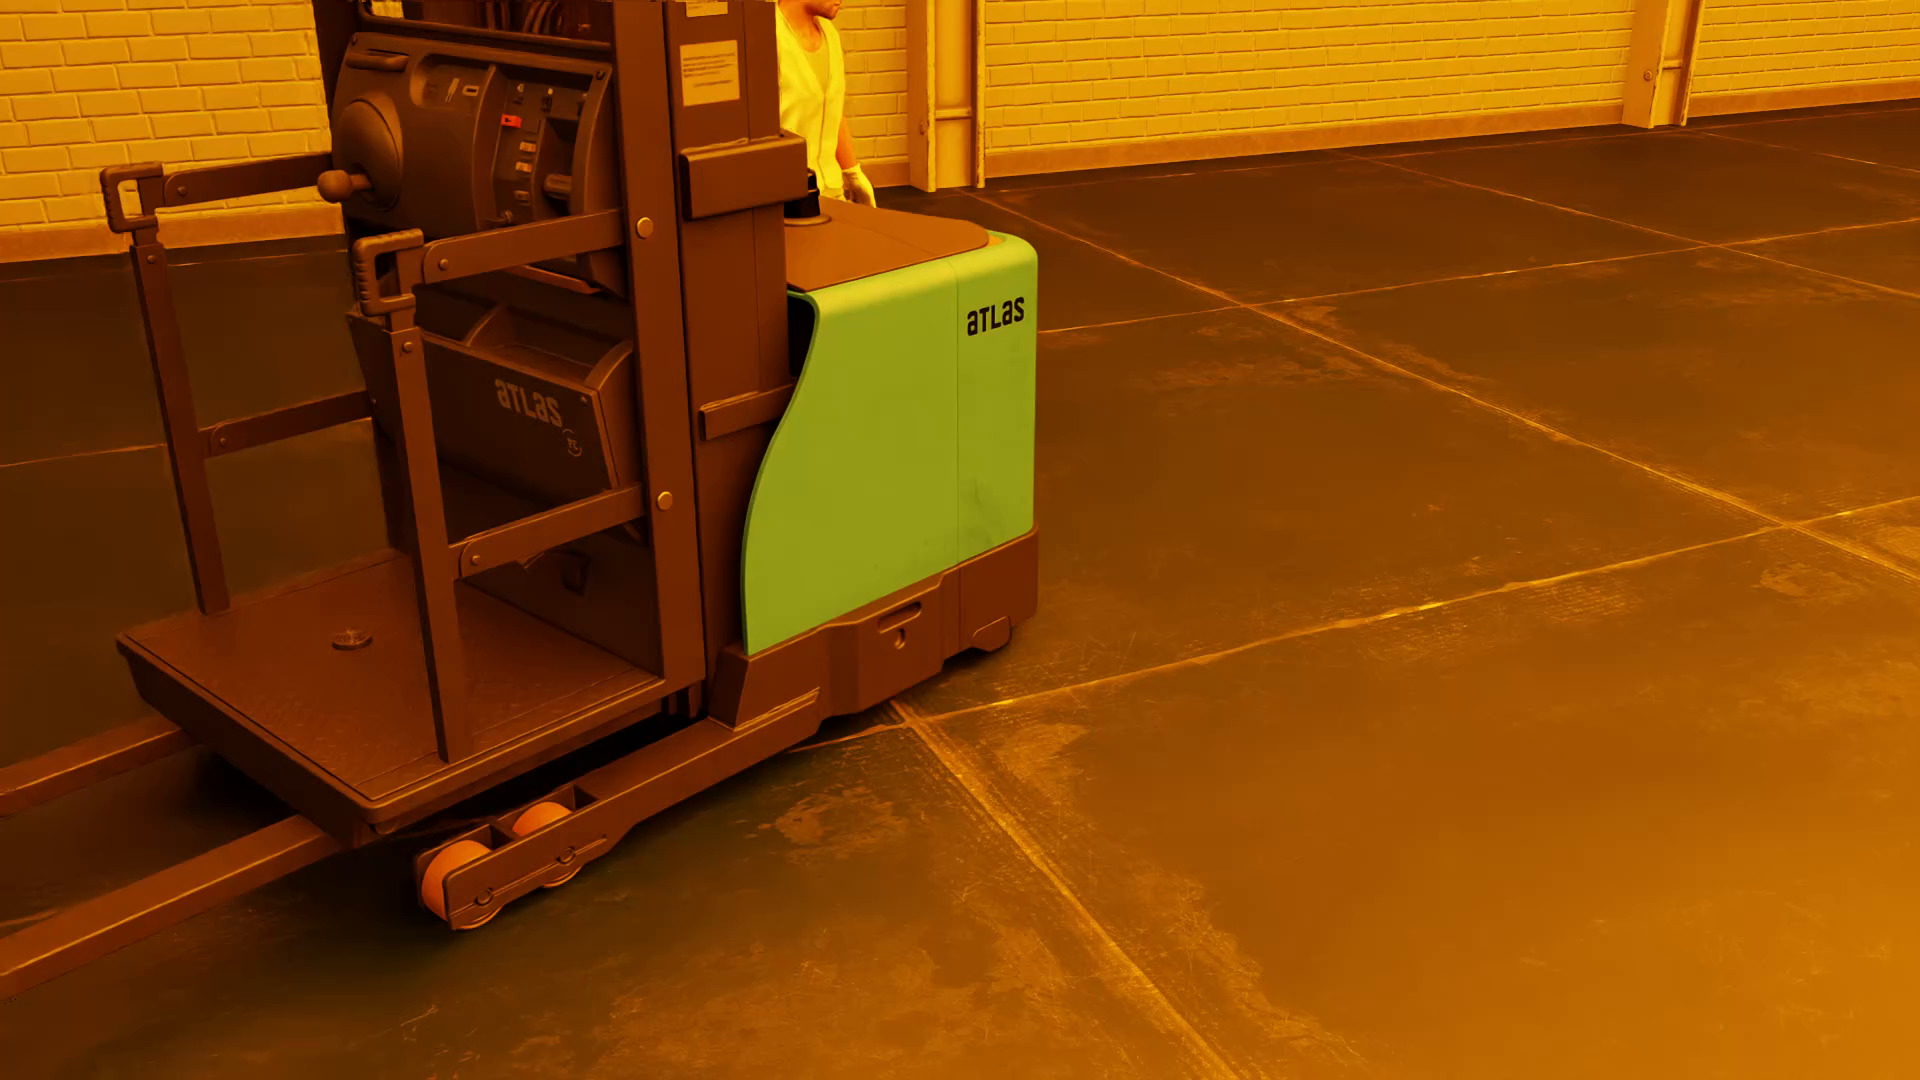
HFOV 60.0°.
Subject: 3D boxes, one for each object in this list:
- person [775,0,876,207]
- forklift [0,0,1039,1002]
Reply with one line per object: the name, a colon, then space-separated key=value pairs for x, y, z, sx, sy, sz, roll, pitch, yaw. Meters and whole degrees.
person: x=-0.506 y=-1.125 z=5.534 sx=0.430 sy=1.750 sz=0.848 roll=12 pitch=25 yaw=27
forklift: x=-1.151 y=-0.810 z=3.237 sx=1.130 sy=2.935 sz=3.031 roll=19 pitch=29 yaw=38
